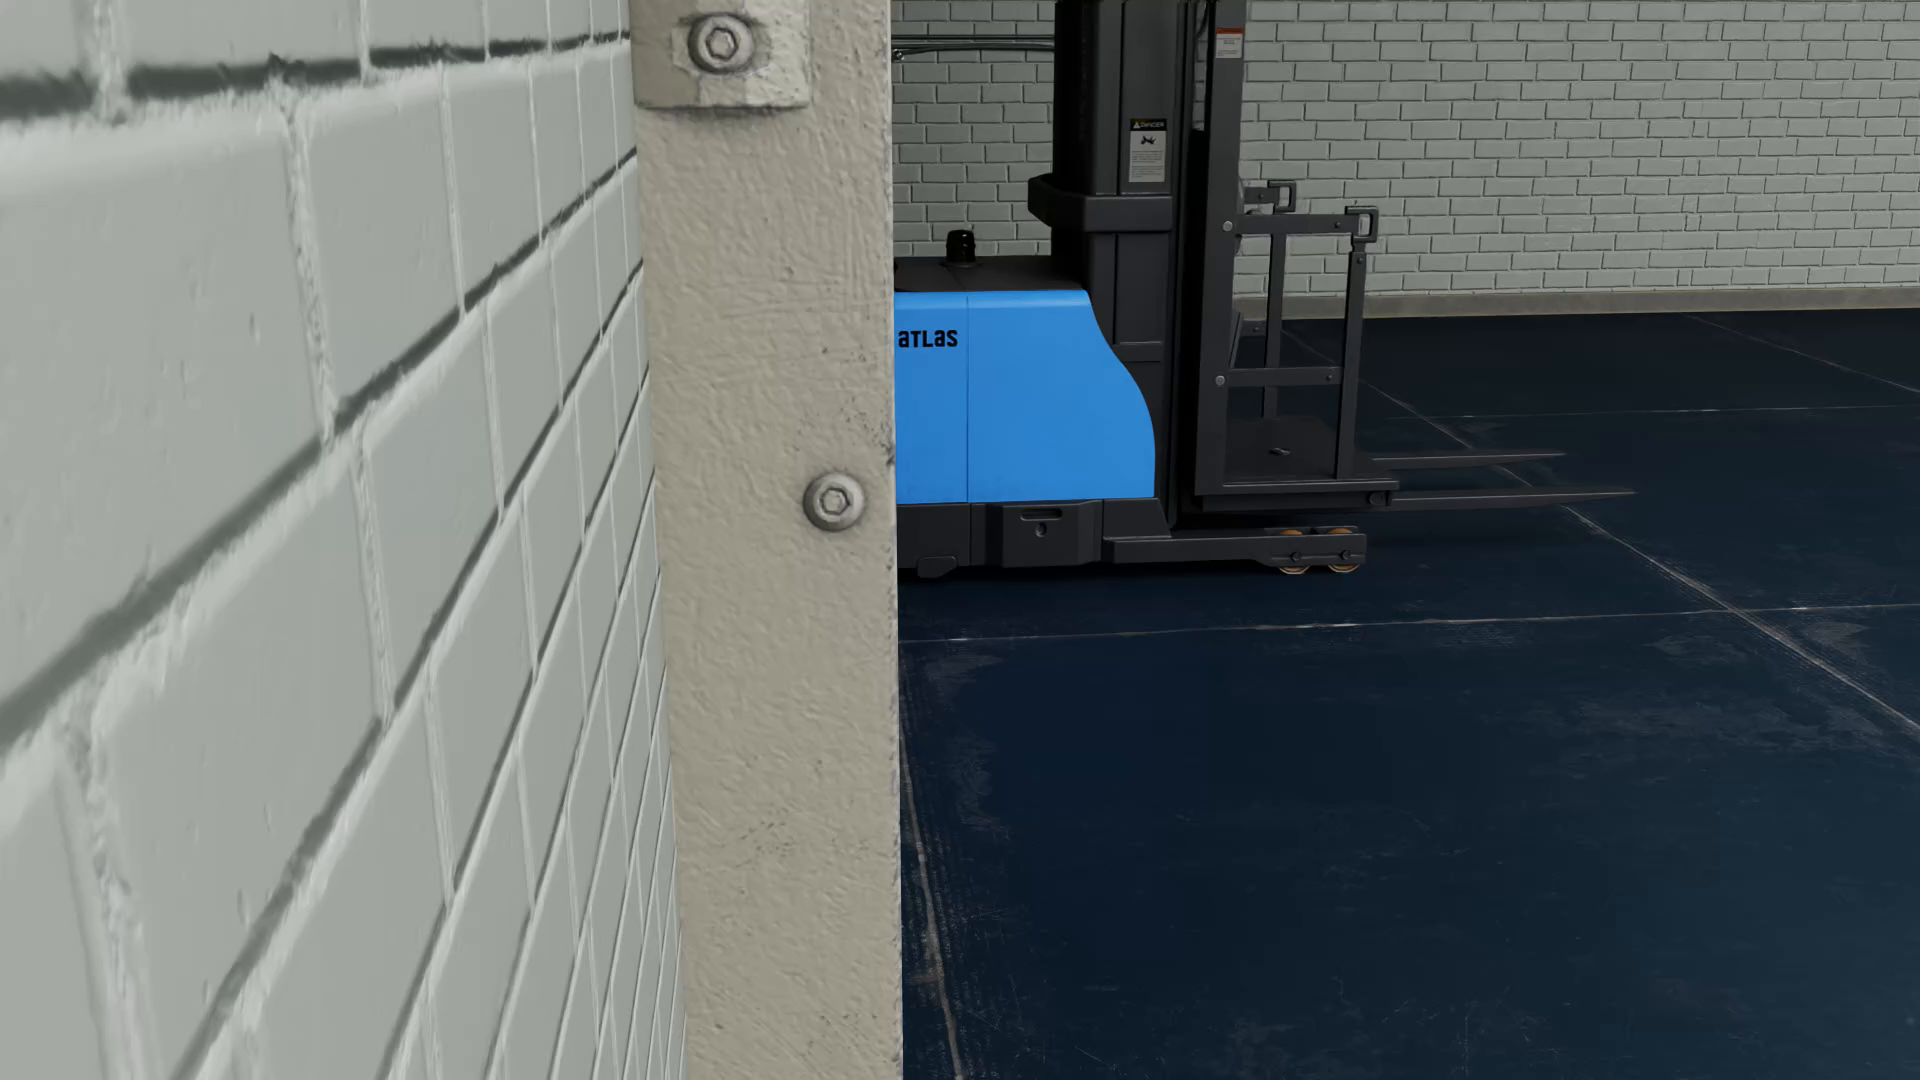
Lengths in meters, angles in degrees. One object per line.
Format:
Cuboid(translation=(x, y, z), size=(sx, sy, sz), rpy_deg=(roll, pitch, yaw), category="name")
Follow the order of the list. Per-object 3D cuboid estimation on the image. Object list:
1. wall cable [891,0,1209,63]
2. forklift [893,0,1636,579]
Cuboid(translation=(0.138, -4.271, 10.442), size=(3.097, 2.526, 0.112), rpy_deg=(-2, 18, -6), category="wall cable")
Cuboid(translation=(1.113, -1.424, 6.319), size=(3.031, 2.935, 1.130), rpy_deg=(-2, 18, -6), category="forklift")
